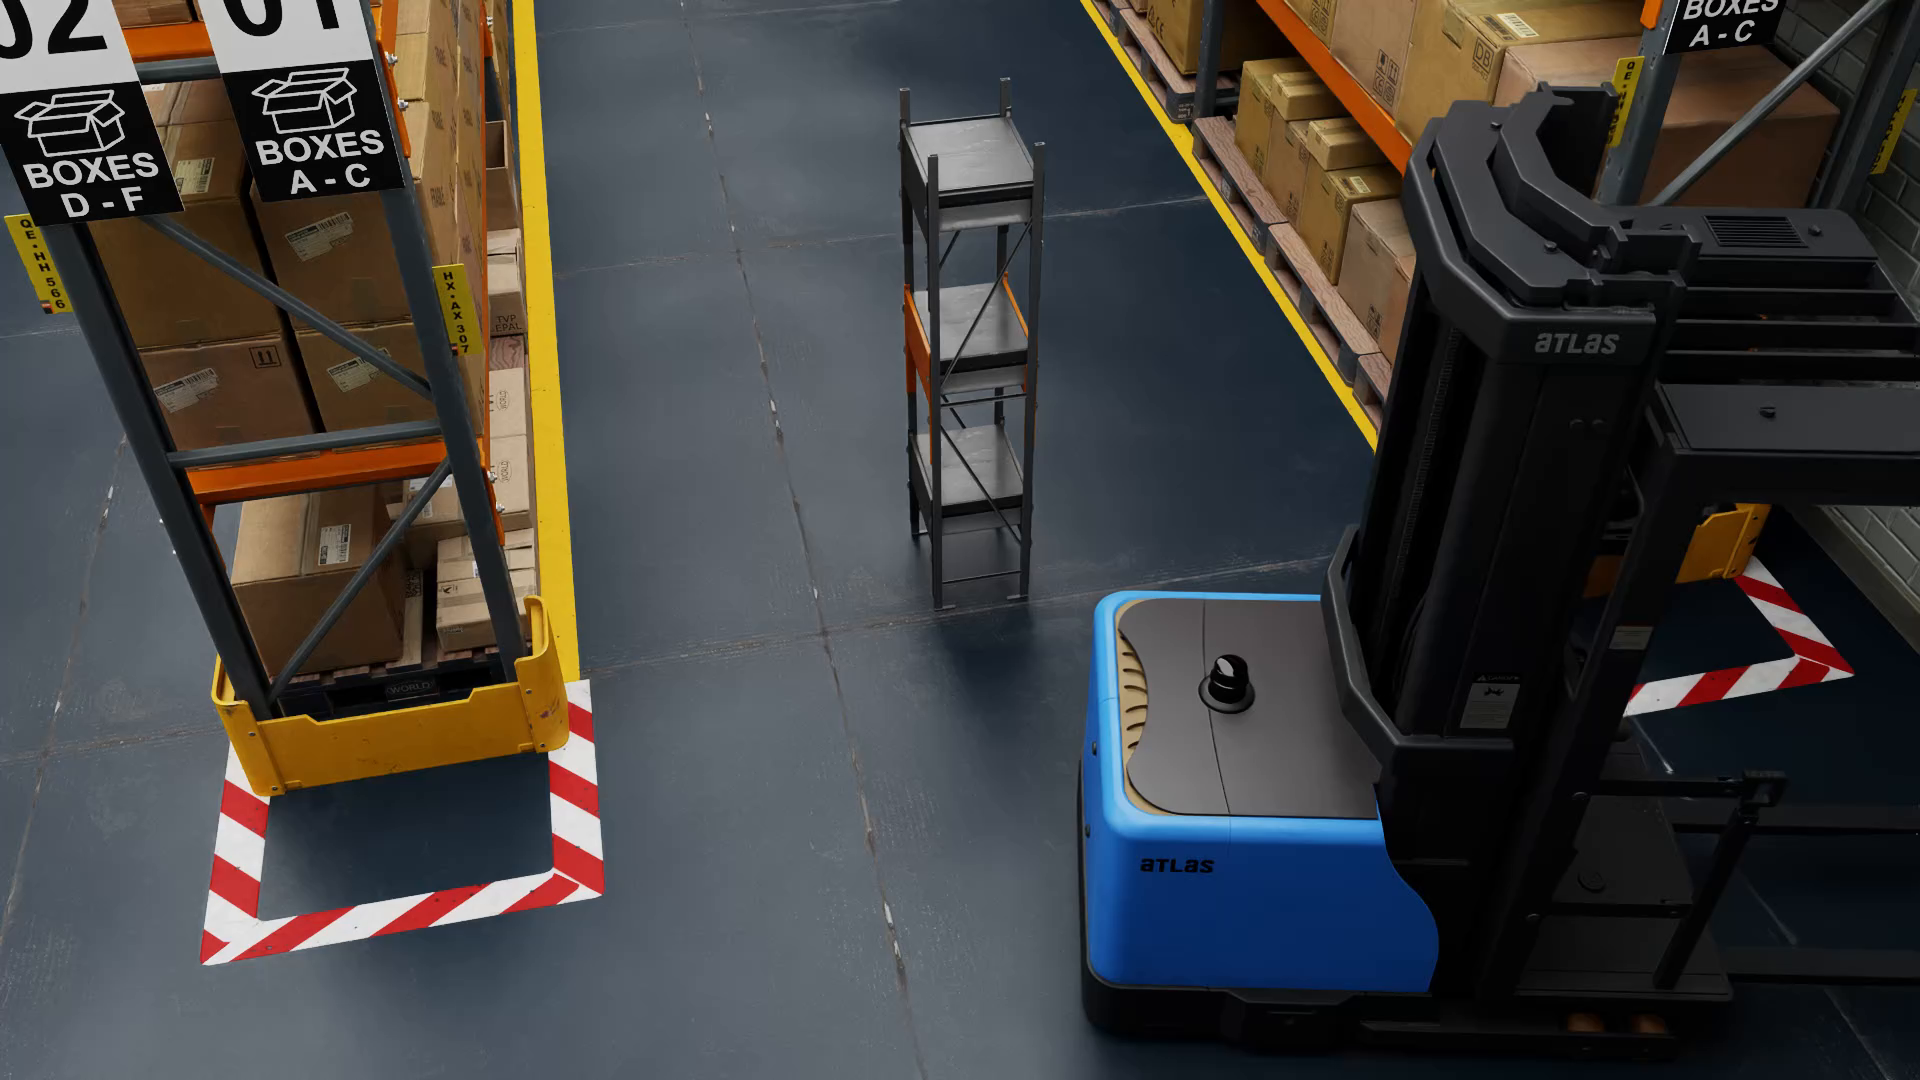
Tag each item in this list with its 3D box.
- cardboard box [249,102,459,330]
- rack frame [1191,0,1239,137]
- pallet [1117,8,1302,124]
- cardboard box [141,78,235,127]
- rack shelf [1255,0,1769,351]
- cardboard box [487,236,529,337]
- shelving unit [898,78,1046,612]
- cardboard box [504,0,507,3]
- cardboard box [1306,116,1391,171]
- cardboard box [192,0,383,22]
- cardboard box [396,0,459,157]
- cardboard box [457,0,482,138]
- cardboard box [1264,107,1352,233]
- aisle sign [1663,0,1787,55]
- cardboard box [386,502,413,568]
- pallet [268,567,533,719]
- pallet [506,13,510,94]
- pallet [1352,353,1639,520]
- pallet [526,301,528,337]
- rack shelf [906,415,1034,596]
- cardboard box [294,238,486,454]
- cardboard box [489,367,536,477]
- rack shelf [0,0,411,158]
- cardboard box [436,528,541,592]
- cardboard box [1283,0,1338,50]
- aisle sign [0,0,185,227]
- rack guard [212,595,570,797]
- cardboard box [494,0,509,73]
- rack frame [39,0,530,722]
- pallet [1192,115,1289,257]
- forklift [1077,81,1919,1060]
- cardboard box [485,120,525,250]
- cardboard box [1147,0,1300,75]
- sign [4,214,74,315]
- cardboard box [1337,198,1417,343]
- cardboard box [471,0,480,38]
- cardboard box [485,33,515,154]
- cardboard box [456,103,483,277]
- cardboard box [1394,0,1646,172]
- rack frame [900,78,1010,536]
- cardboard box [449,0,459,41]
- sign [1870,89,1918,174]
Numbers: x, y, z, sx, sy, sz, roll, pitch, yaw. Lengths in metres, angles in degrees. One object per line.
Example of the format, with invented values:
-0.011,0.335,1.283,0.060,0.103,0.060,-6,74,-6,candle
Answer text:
-1.920,-1.042,5.336,0.500,0.500,0.500,-7,42,-8,cardboard box
1.891,-3.610,9.058,1.000,3.000,0.127,-8,42,-9,rack frame
1.651,-3.057,10.535,1.003,0.211,1.213,-8,42,-9,pallet
-2.557,-1.293,5.619,0.500,0.500,0.500,-7,42,-8,cardboard box
2.322,-2.045,7.836,1.077,0.370,4.000,-8,42,-9,rack shelf
-2.384,-1.242,8.084,0.500,0.311,0.500,-8,42,-9,cardboard box
0.036,-0.678,6.432,0.431,2.100,0.503,-8,42,-9,shelving unit
-3.266,-3.813,10.837,0.500,0.500,0.500,-10,43,-11,cardboard box
1.961,-1.989,8.310,0.380,0.149,0.250,-9,42,-11,cardboard box
-1.945,-1.740,4.805,0.500,0.250,0.500,-8,42,-9,cardboard box
-2.144,-1.705,6.083,0.500,0.500,0.500,-8,42,-9,cardboard box
-2.361,-1.982,7.148,0.500,0.500,0.500,-7,42,-8,cardboard box
2.057,-2.007,8.818,0.700,0.500,0.500,-9,42,-10,cardboard box
2.477,-1.900,5.173,0.394,0.787,0.004,-8,42,-9,aisle sign
-2.440,-0.003,6.797,0.380,0.166,0.250,-8,42,-9,cardboard box
-2.271,0.172,6.898,1.003,0.211,1.213,-8,42,-9,pallet
-3.425,-3.170,10.662,1.003,0.211,1.213,-8,42,-9,pallet
2.505,-0.482,7.634,1.003,0.211,1.213,-8,42,-9,pallet
-2.798,-1.410,8.680,1.003,0.211,1.213,-8,42,-9,pallet
0.036,-0.144,6.906,0.431,0.518,0.480,-8,42,-9,rack shelf
-1.920,-0.668,5.668,0.500,0.500,0.500,-8,42,-8,cardboard box
-2.138,-0.483,7.274,0.500,0.250,0.500,-8,42,-9,cardboard box
-2.514,-2.455,6.038,1.077,0.370,4.000,-8,42,-9,rack shelf
-1.891,0.107,6.673,0.380,0.166,0.250,-8,42,-9,cardboard box
2.144,-2.895,8.025,0.980,0.700,0.700,-9,42,-10,cardboard box
-2.366,-1.189,4.372,0.394,0.787,0.004,-8,42,-9,aisle sign
-2.098,0.580,6.220,1.175,0.500,0.348,-8,42,-9,rack guard
-3.038,-3.146,10.086,0.500,0.500,0.500,-8,42,-9,cardboard box
-2.082,-0.305,5.334,1.000,3.000,0.127,-8,42,-9,rack frame
1.978,-2.063,9.416,1.003,0.211,1.213,-8,42,-9,pallet
1.928,0.219,4.795,3.031,2.935,1.130,1,42,1,forklift
-2.545,-1.799,8.569,0.500,0.500,0.500,-8,42,-9,cardboard box
1.623,-3.366,10.086,0.750,0.750,0.750,-8,42,-9,cardboard box
-2.628,-0.790,4.770,0.100,0.325,0.005,-8,42,-9,sign
2.288,-1.329,8.055,0.700,0.500,0.500,-10,42,-11,cardboard box
-2.587,-2.648,7.899,0.500,0.500,0.500,-8,42,-9,cardboard box
-2.812,-2.476,9.332,0.500,0.500,0.500,-10,43,-11,cardboard box
-2.142,-1.328,6.411,0.500,0.500,0.500,-8,42,-9,cardboard box
2.466,-1.929,6.938,0.980,0.700,0.700,-9,42,-10,cardboard box
-0.017,-0.836,6.610,0.400,2.100,0.015,-8,42,-9,rack frame
-2.362,-2.360,6.821,0.500,0.500,0.500,-8,42,-9,cardboard box
3.297,-1.447,5.908,0.100,0.325,0.005,-8,42,-9,sign
